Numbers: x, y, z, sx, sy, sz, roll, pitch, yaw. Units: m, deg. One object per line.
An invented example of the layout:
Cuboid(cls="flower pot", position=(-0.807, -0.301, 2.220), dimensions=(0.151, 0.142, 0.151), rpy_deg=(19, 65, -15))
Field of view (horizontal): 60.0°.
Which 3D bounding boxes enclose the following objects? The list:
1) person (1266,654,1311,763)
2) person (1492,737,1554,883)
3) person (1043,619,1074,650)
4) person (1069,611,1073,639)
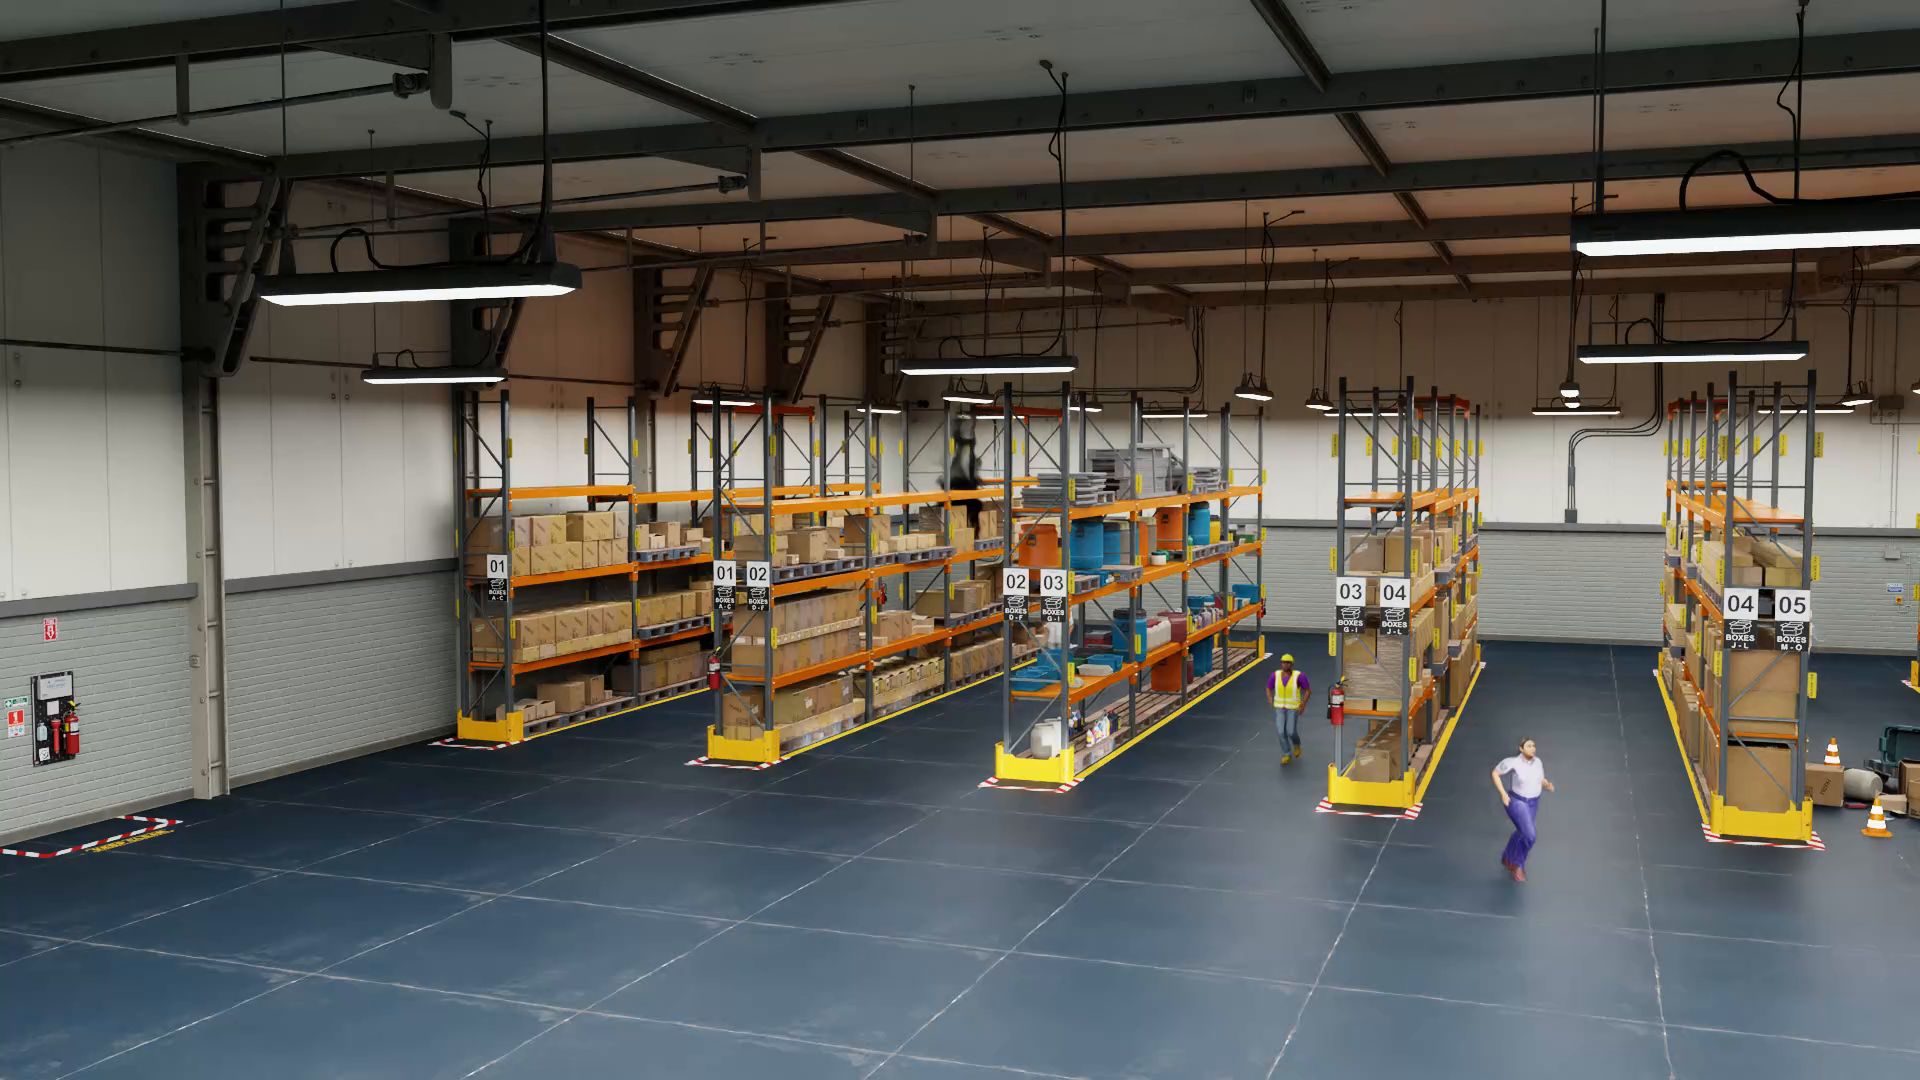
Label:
Cuboid(cls="person", position=(5.209, 2.678, 26.545), dimensions=(0.705, 1.730, 0.575), rpy_deg=(2, 4, 26))
Cuboid(cls="person", position=(6.578, 3.129, 19.368), dimensions=(0.597, 1.681, 0.705), rpy_deg=(-2, 4, -28))
Cuboid(cls="person", position=(1.932, 2.095, 33.195), dimensions=(0.591, 1.699, 0.576), rpy_deg=(1, 3, 14))
Cuboid(cls="person", position=(2.102, 2.020, 34.578), dimensions=(0.503, 1.661, 0.665), rpy_deg=(0, 3, 4))
